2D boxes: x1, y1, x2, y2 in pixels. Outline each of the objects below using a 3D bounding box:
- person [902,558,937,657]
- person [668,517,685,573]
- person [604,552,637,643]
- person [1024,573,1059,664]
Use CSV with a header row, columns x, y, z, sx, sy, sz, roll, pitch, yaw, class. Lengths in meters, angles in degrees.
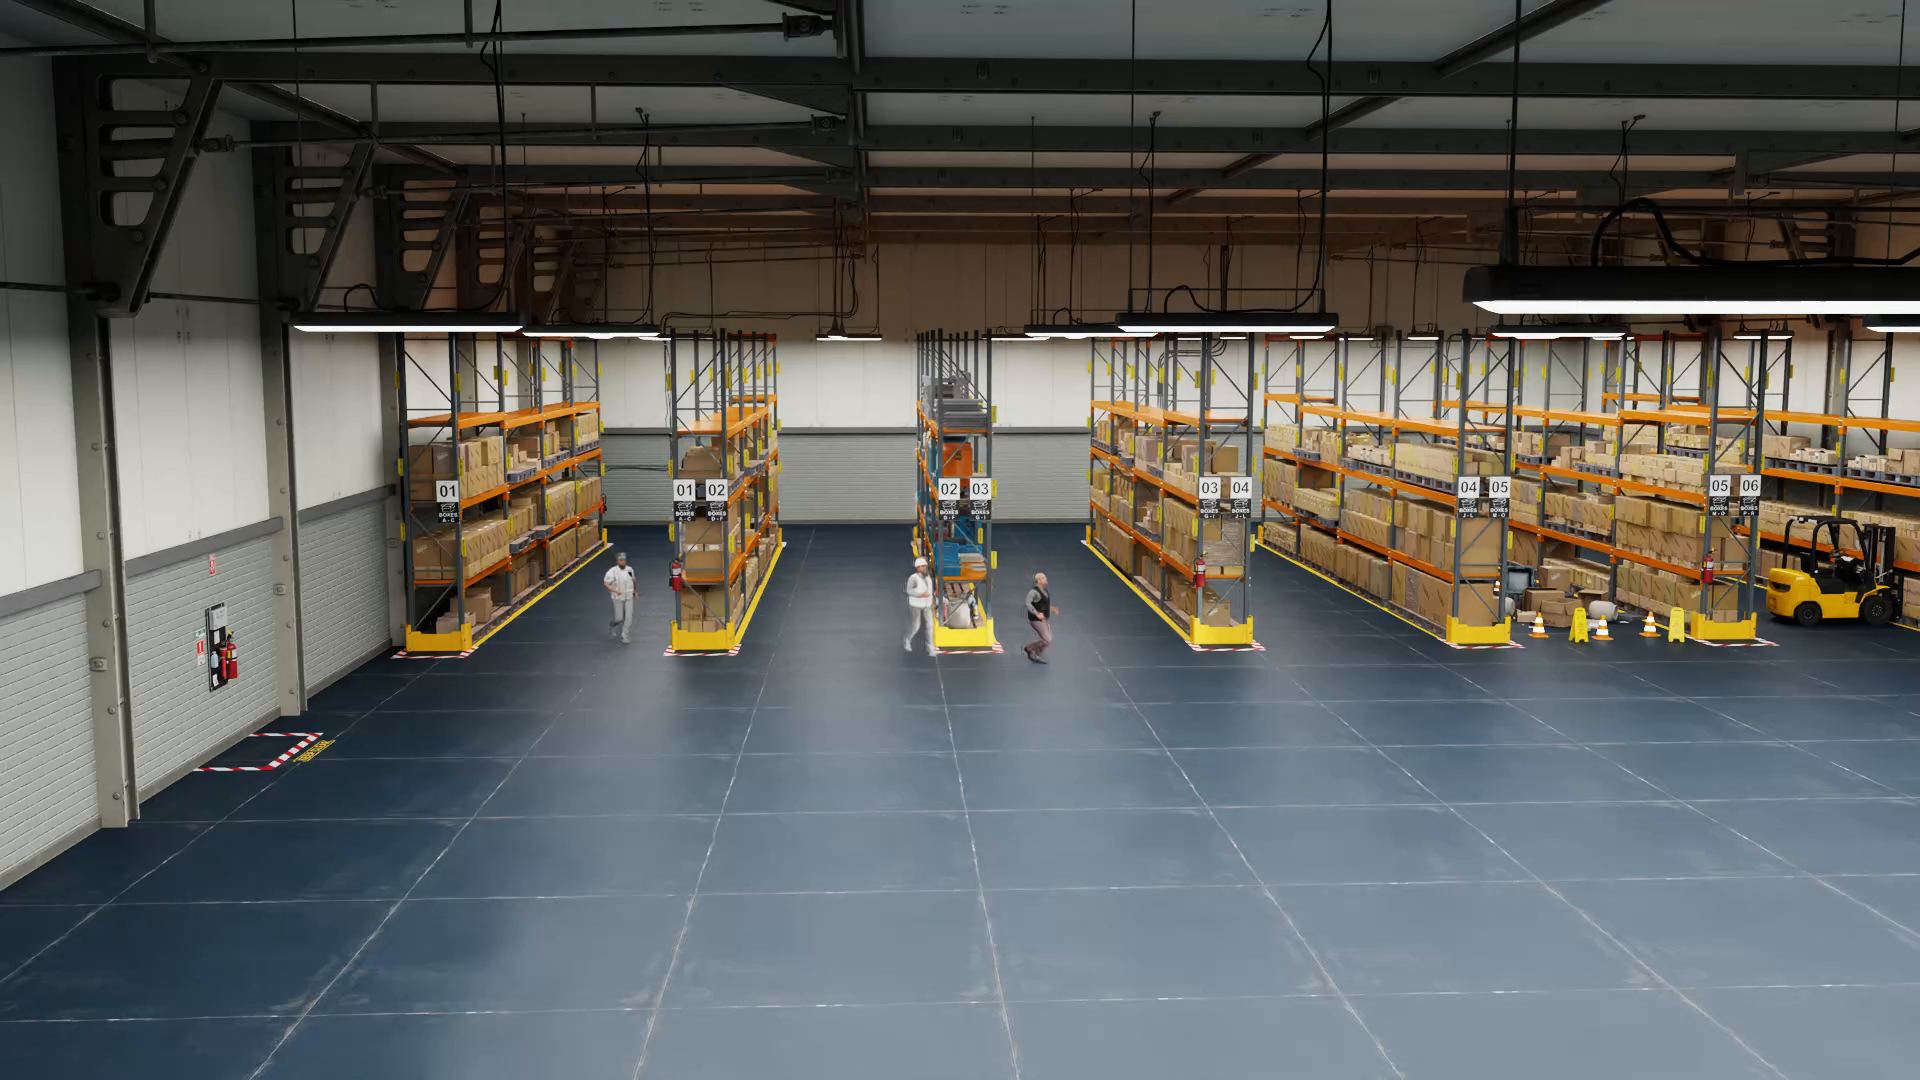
x,y,z,sx,sy,sz,roll,pitch,yaw,class
-0.740,1.234,30.696,0.670,1.828,0.821,-6,9,-40,person
-6.869,0.050,41.252,0.729,1.732,1.043,0,7,-4,person
-6.515,1.093,31.999,0.658,1.736,0.679,-5,8,-34,person
1.456,1.416,29.713,0.555,1.664,0.664,3,7,24,person
